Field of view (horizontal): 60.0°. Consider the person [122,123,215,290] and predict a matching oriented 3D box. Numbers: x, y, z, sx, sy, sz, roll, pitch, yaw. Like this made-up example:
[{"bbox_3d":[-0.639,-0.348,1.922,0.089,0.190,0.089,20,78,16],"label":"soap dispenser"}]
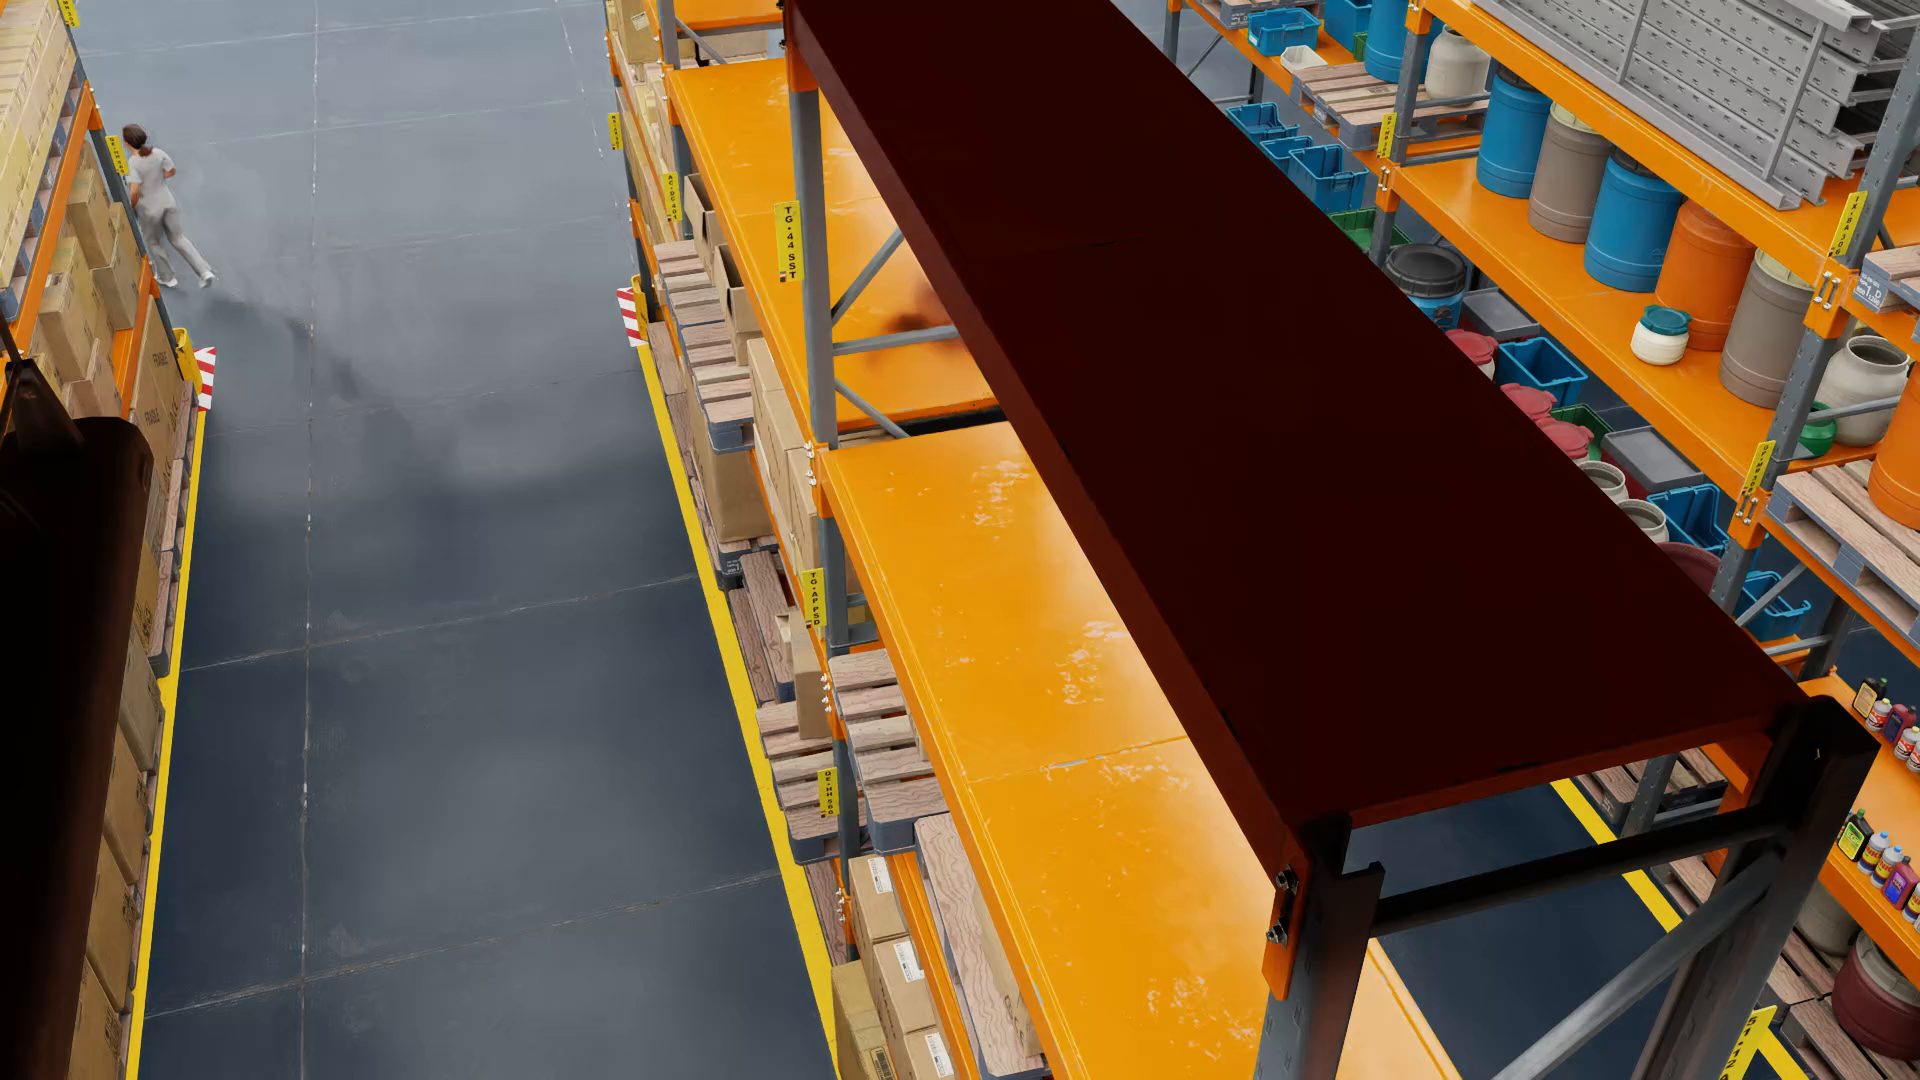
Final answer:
[{"bbox_3d":[-7.373,-3.038,15.301,0.839,1.660,0.585,21,43,24],"label":"person"}]
